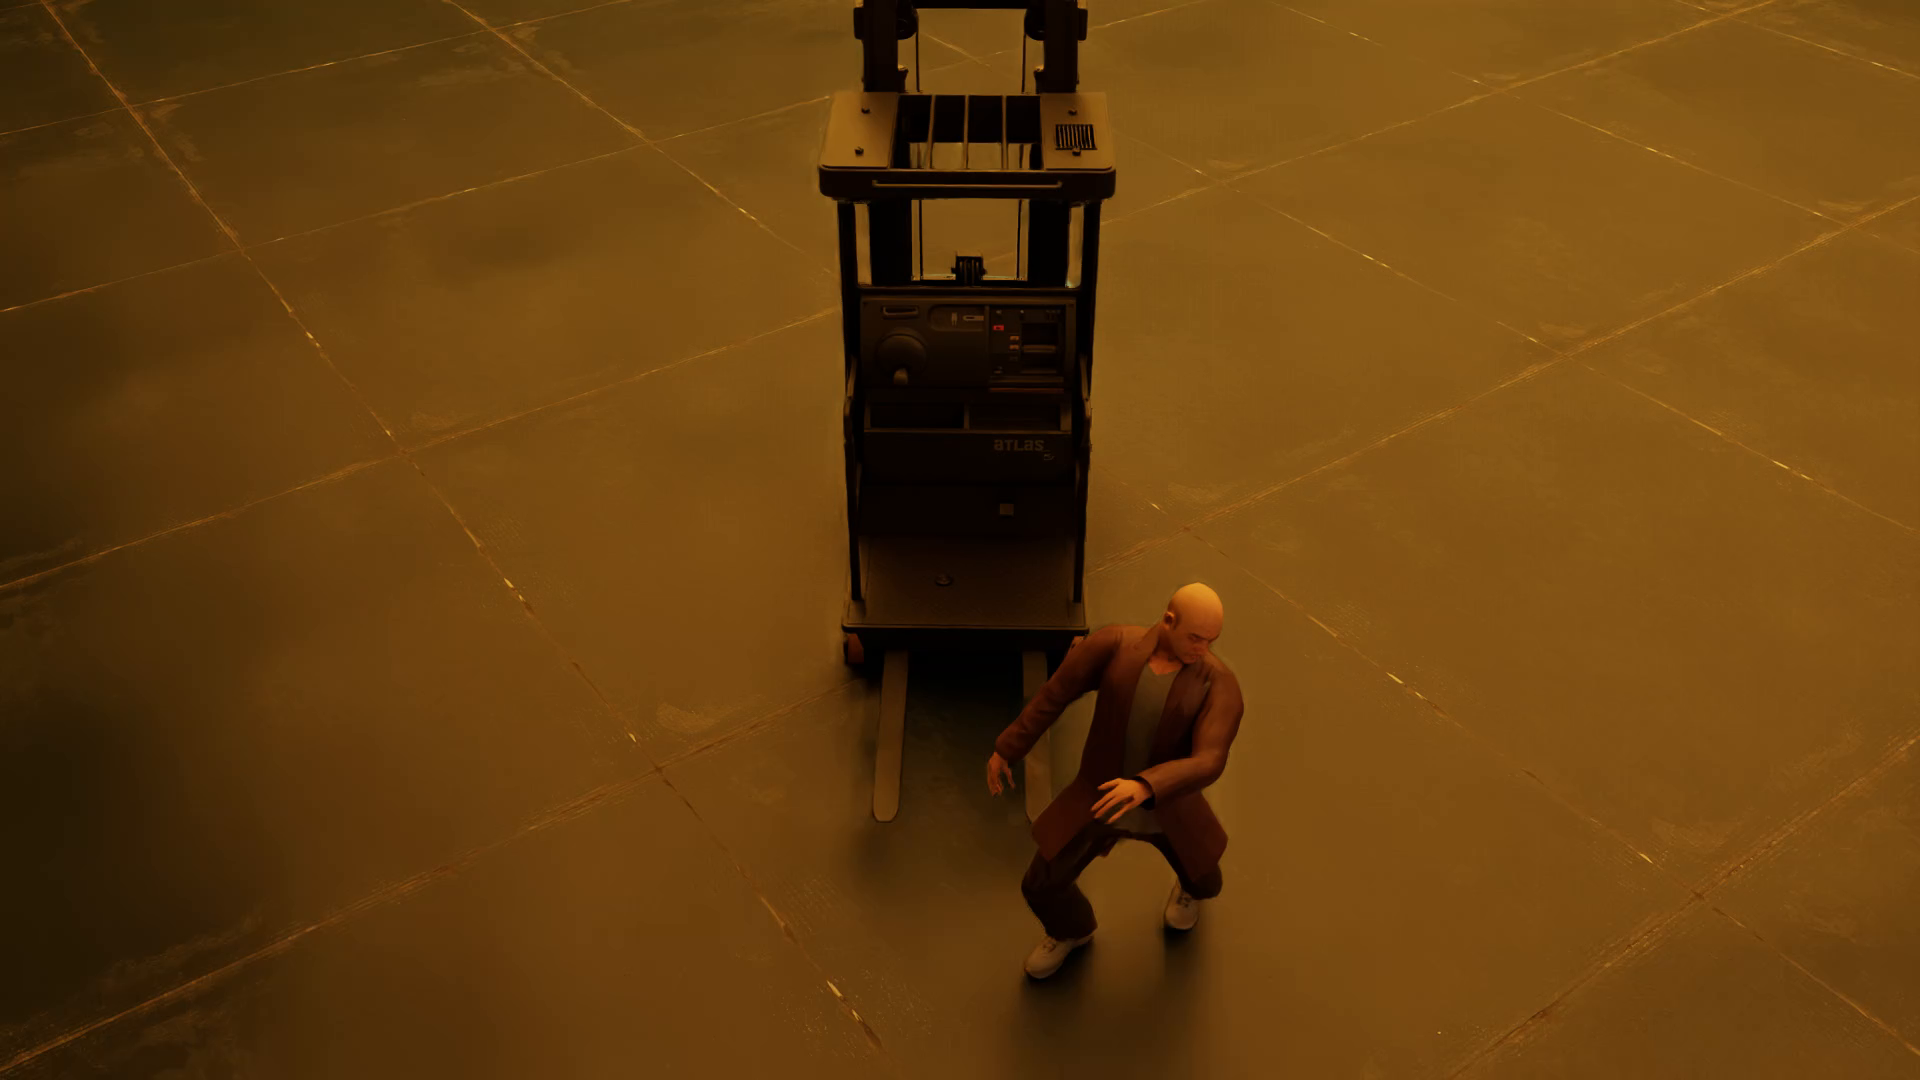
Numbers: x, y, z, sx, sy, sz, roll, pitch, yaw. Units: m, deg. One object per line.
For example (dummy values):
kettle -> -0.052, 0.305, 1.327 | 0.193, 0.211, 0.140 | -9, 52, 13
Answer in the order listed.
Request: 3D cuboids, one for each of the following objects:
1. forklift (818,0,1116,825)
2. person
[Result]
forklift -> 0.033, -0.787, 7.009 | 1.130, 2.935, 3.031 | 1, 36, 1
person -> 0.520, 0.902, 5.808 | 0.863, 1.623, 0.936 | 6, 37, 8
